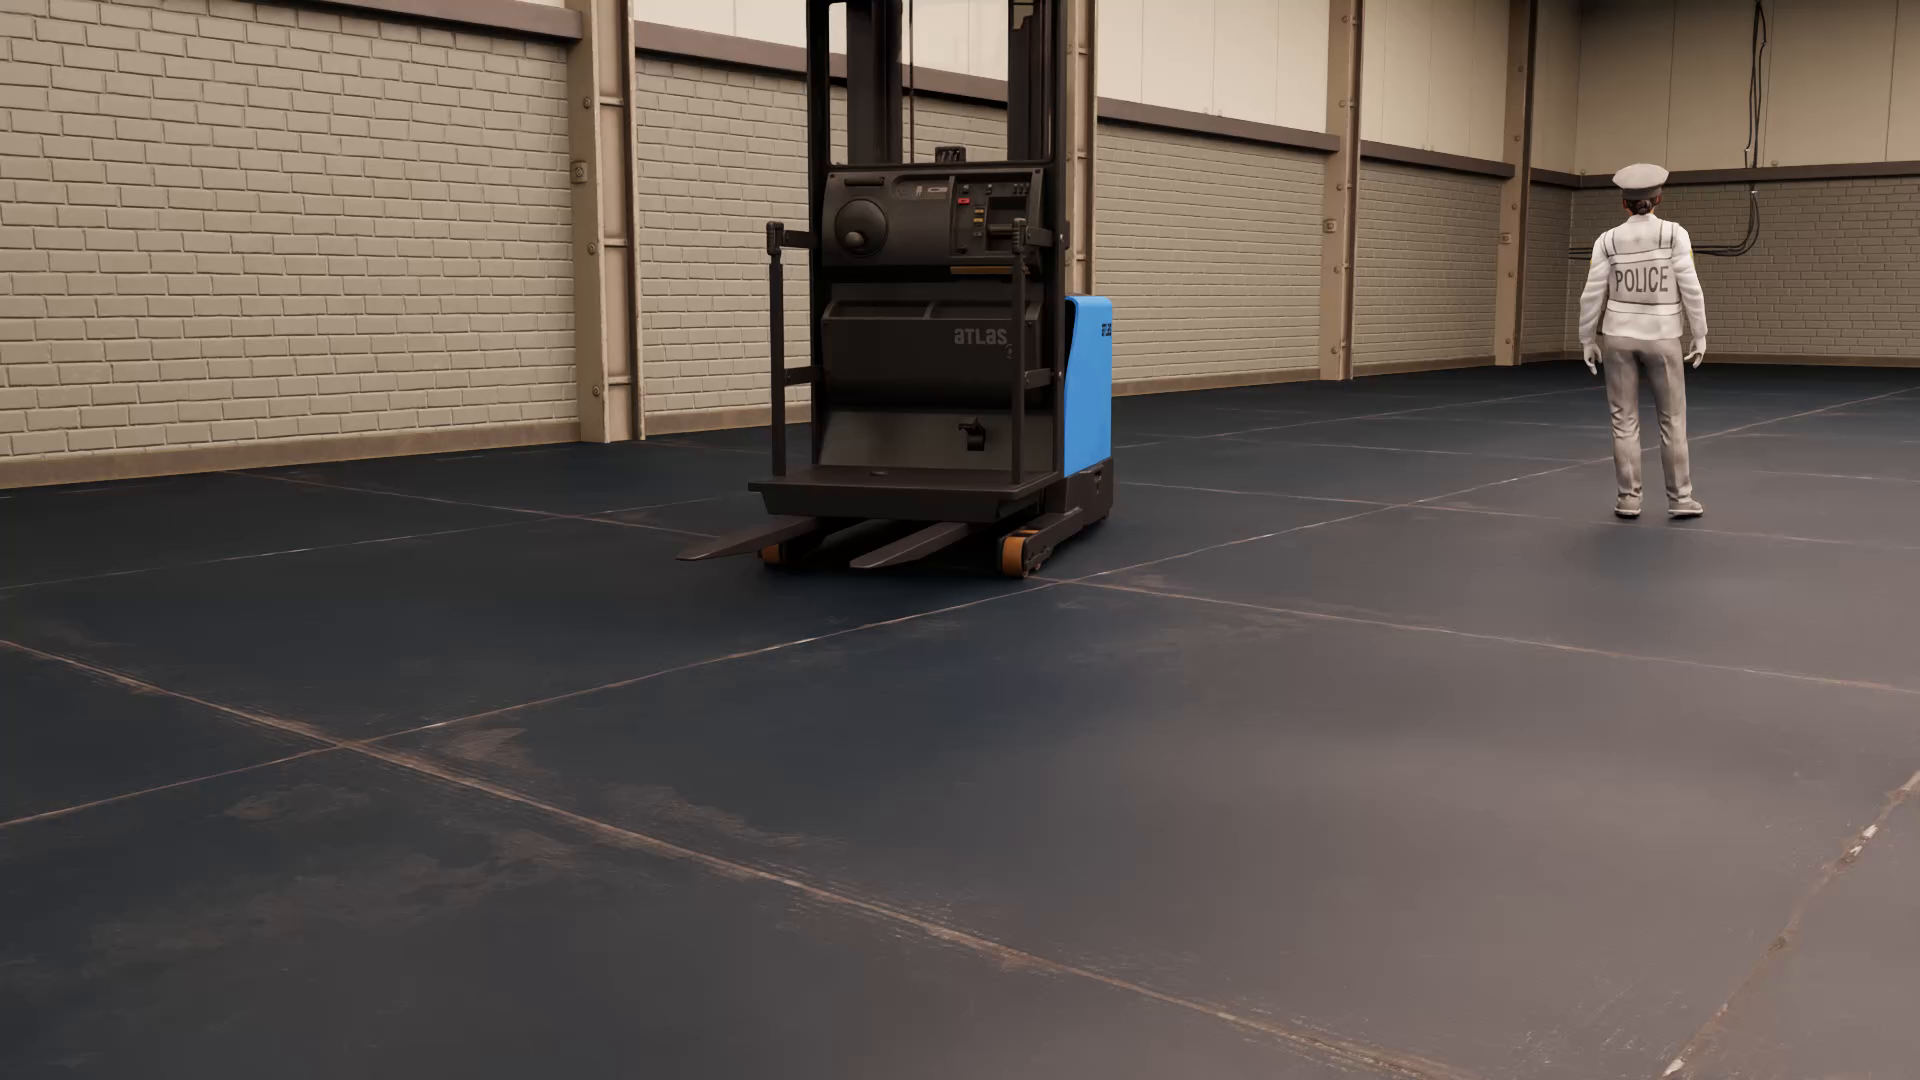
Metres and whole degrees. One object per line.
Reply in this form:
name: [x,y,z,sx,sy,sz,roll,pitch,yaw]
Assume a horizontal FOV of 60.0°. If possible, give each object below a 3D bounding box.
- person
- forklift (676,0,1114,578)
person: [3.321,-0.962,8.074,0.588,1.694,0.529,5,10,29]
forklift: [-0.176,-1.366,6.616,1.130,2.935,3.031,3,9,17]
